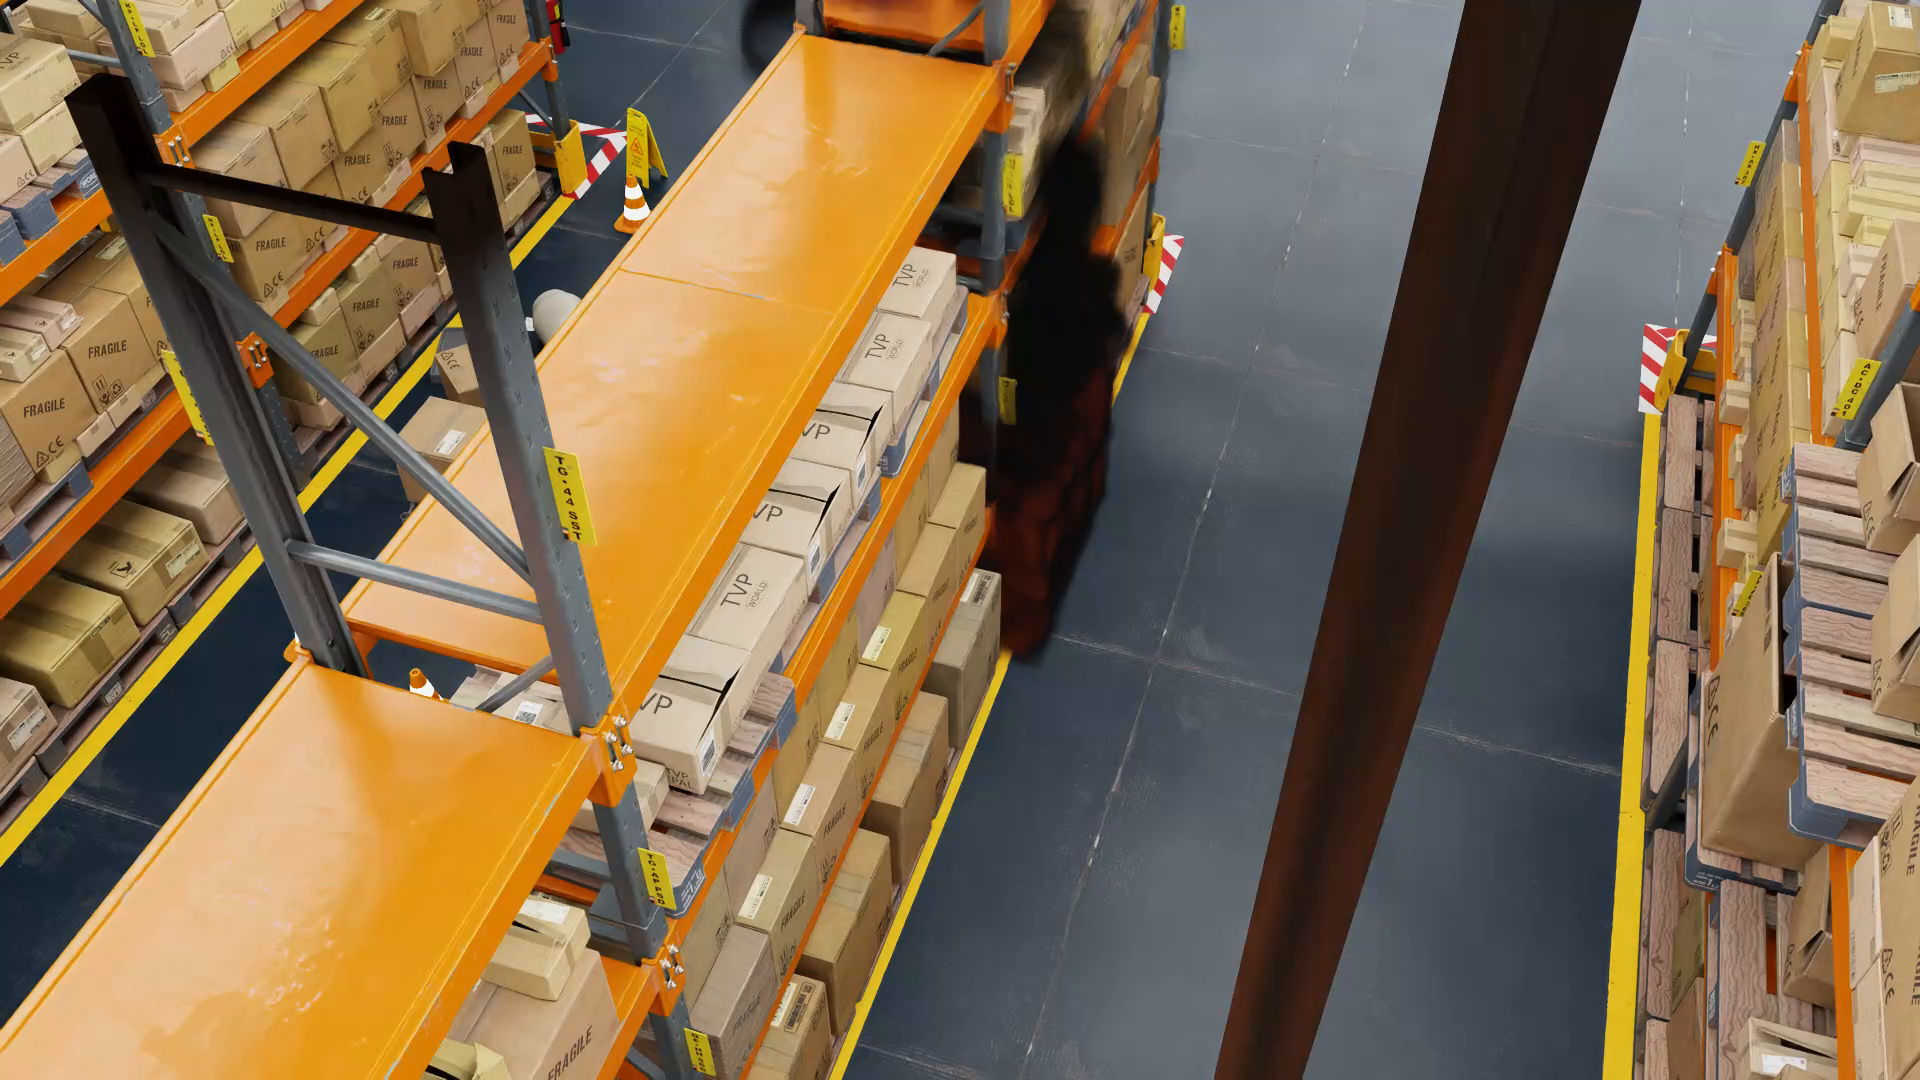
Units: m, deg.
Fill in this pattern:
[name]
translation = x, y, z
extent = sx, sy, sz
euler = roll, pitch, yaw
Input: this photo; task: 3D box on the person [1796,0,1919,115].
[person]
translation = 7.707, -4.151, 13.896
extent = 0.661, 1.786, 0.979
euler = -31, 53, -27
